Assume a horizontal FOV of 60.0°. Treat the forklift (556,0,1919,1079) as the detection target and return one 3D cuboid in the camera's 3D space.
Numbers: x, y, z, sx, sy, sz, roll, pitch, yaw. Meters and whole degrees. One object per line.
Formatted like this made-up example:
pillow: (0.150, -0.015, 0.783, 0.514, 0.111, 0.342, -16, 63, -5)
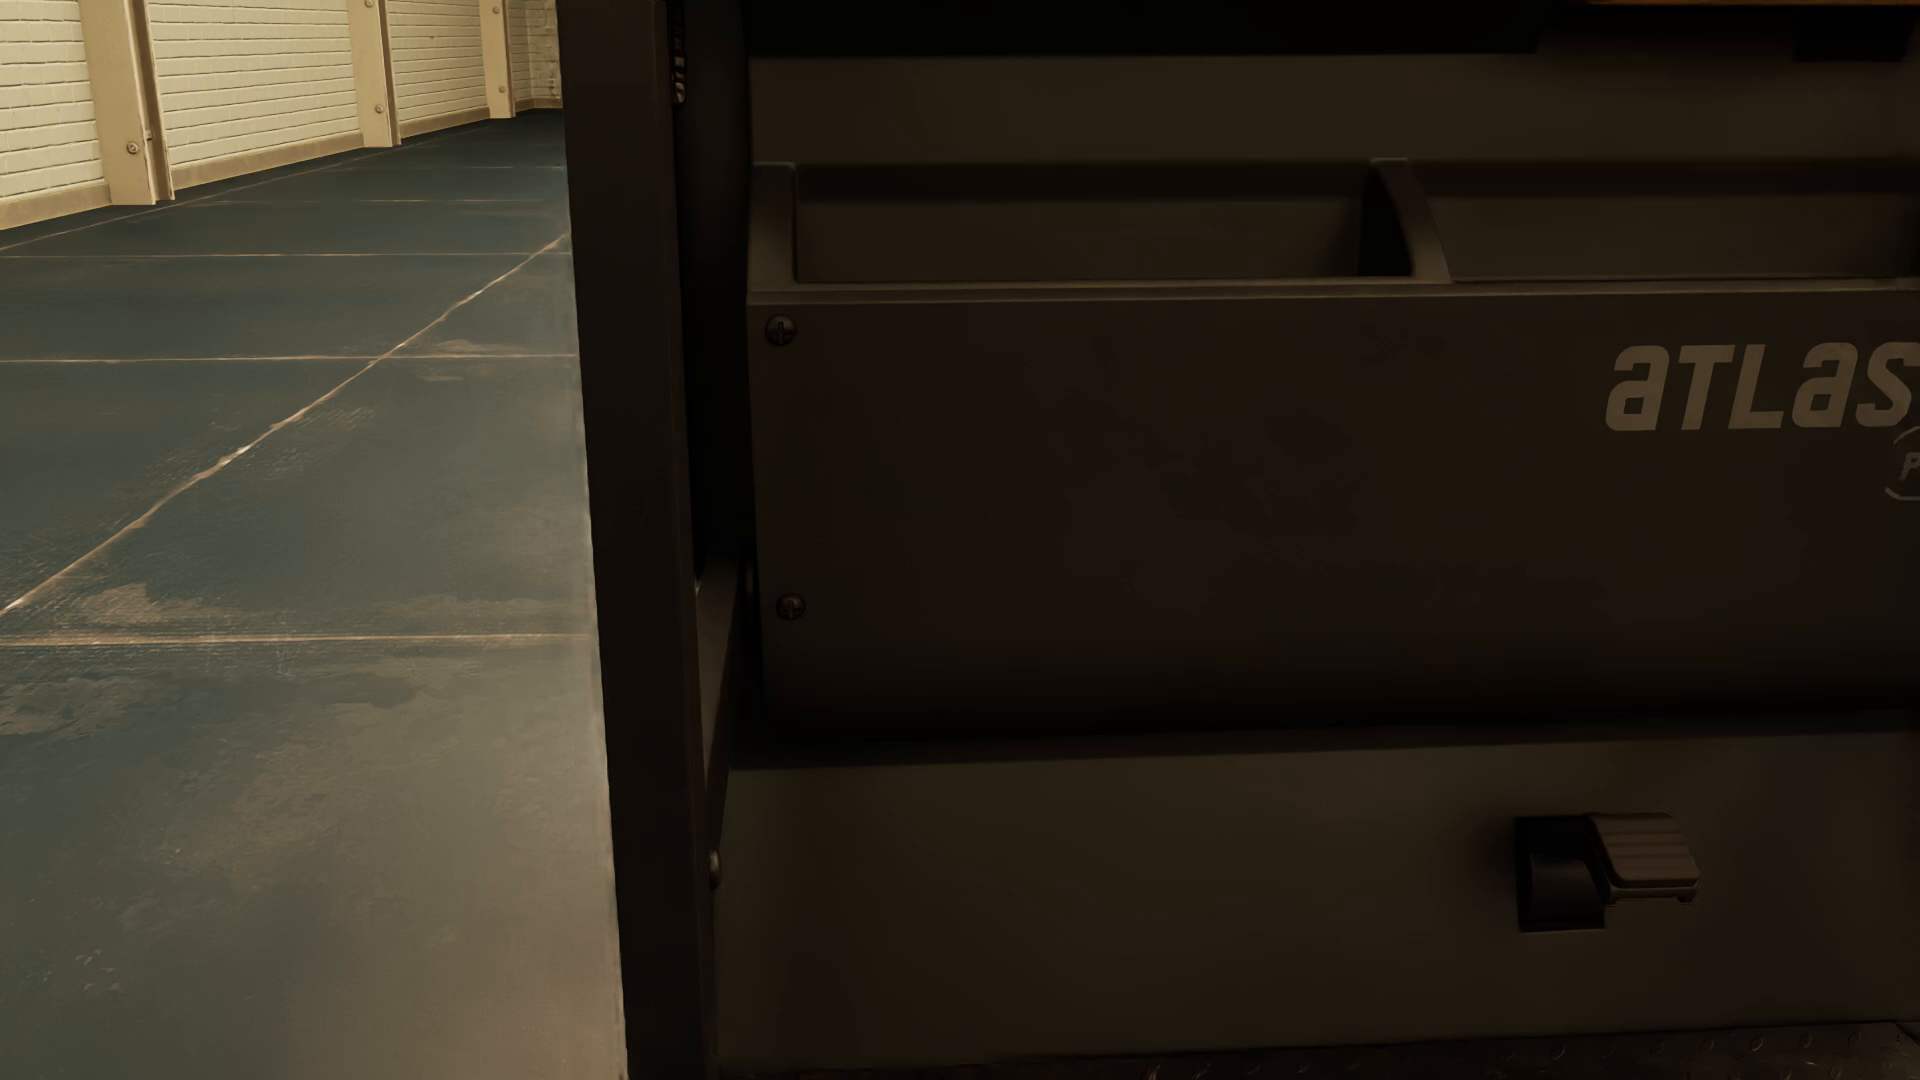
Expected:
forklift: (0.339, -0.588, 0.831, 1.130, 2.935, 3.031, -1, 17, -4)
